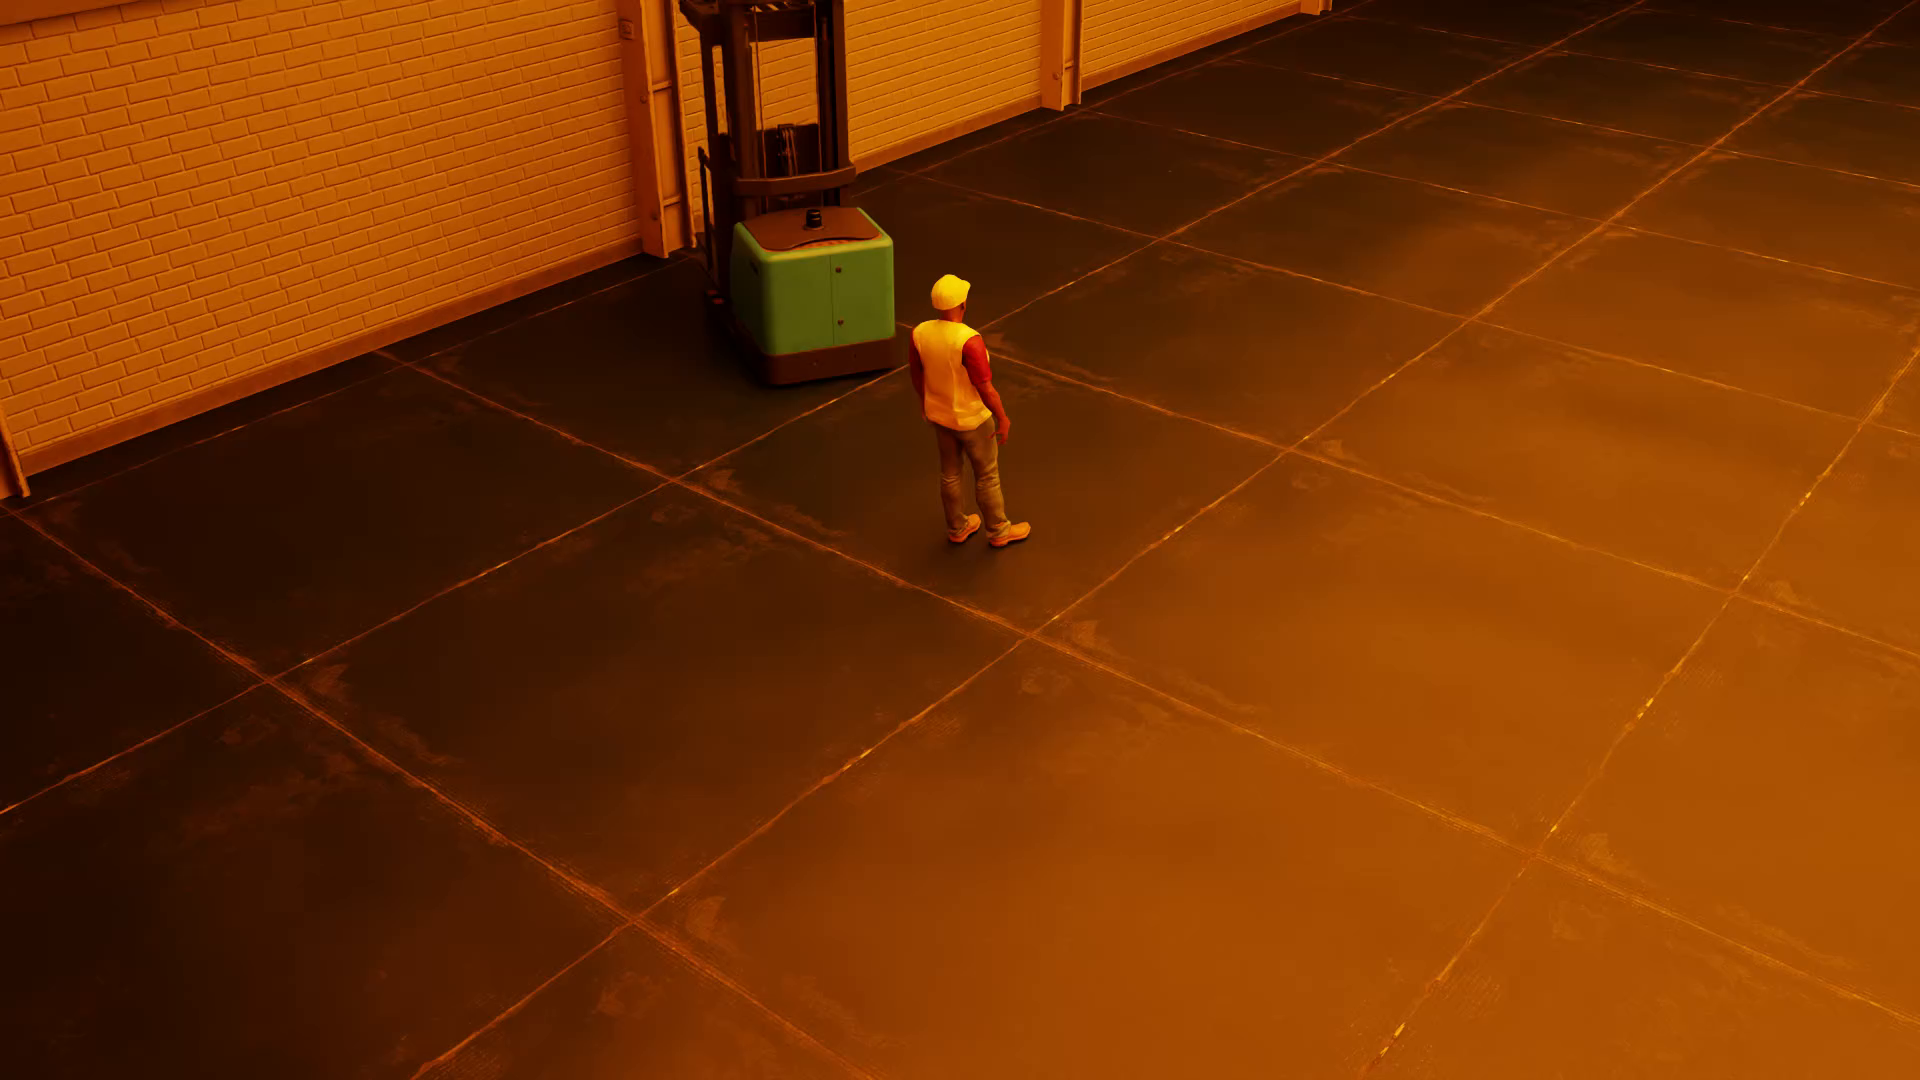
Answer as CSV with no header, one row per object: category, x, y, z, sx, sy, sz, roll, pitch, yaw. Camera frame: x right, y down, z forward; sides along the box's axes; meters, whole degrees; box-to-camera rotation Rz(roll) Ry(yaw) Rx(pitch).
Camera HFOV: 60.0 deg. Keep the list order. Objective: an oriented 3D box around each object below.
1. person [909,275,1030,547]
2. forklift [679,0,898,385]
person,0.048,-0.794,10.095,0.666,1.768,0.575,22,37,33
forklift,-1.480,-3.141,12.970,1.130,2.935,3.031,-11,32,-18
